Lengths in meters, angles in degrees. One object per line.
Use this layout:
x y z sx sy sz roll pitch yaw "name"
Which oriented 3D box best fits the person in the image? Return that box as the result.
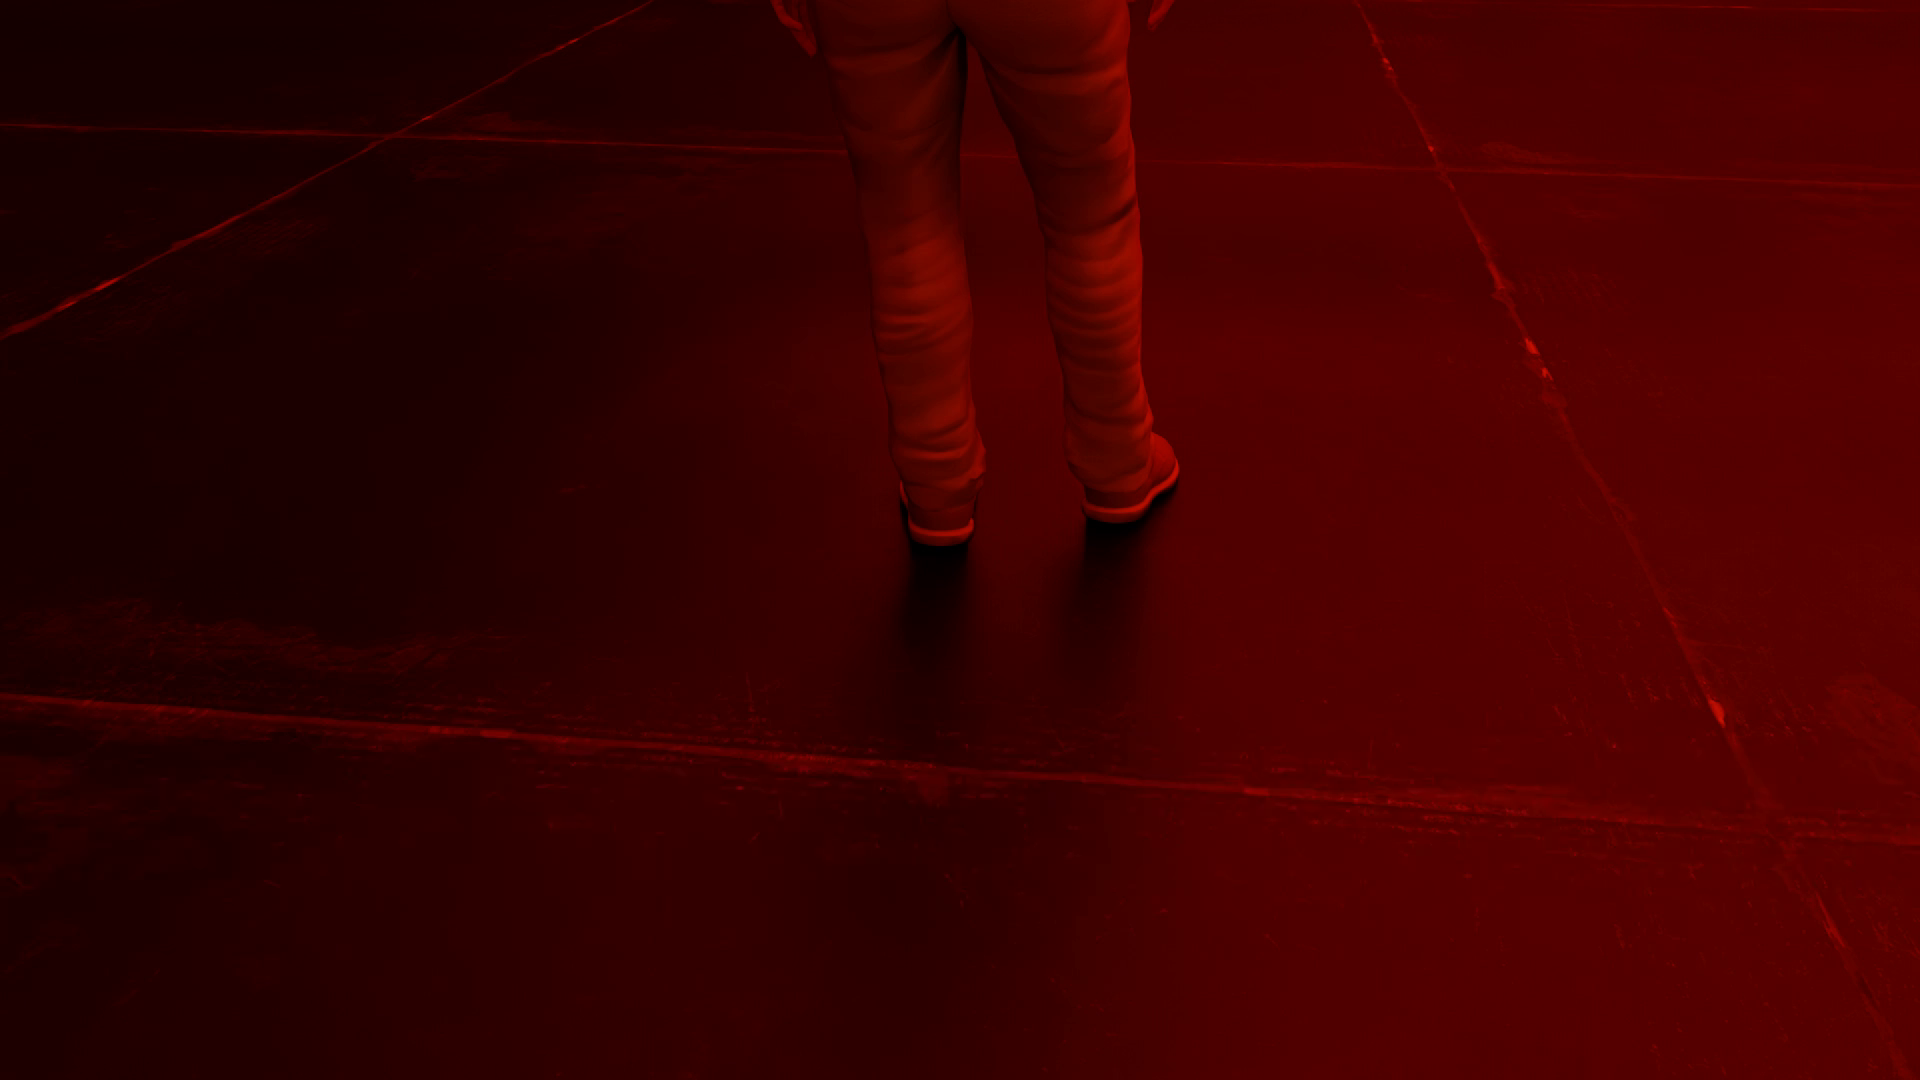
0.033 -0.784 2.190 0.598 1.670 0.529 3 27 7 "person"
